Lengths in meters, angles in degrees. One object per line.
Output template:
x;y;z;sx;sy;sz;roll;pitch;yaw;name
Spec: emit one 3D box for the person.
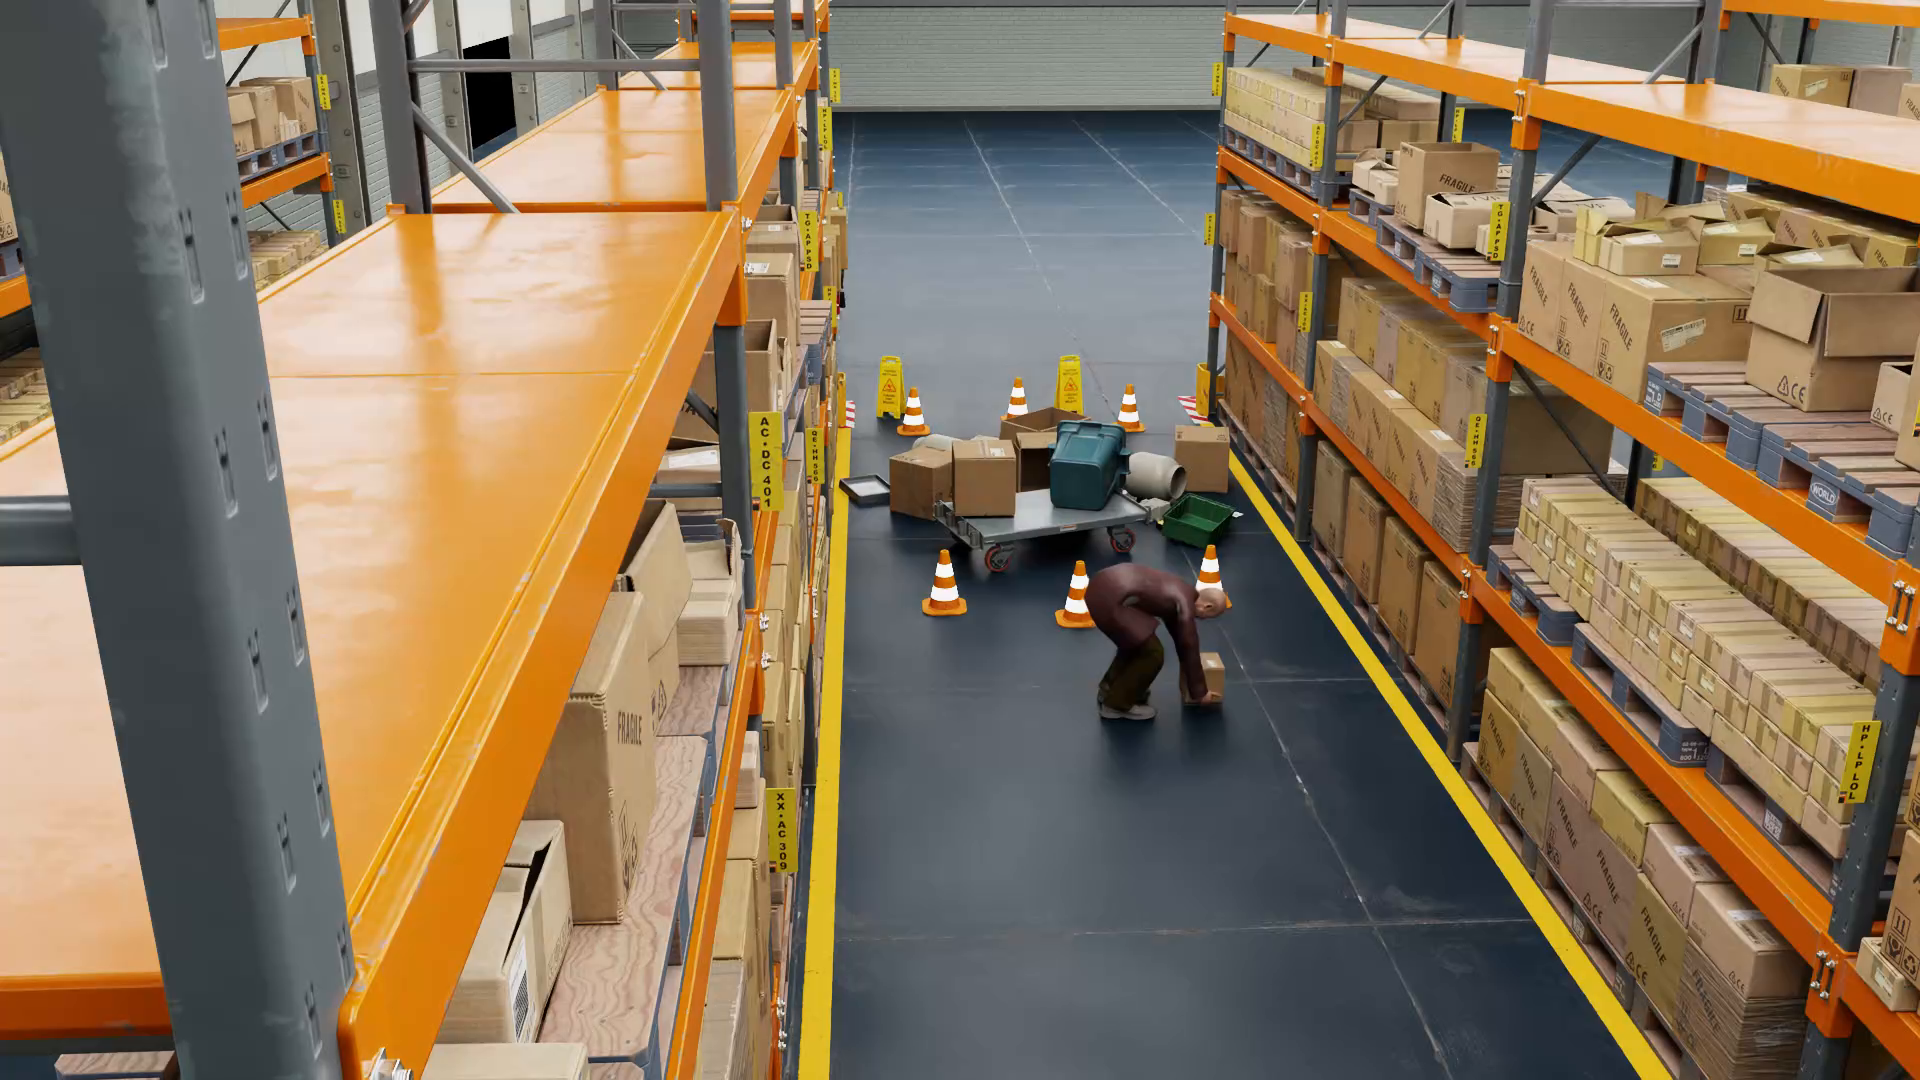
1.280;0.653;10.947;0.943;0.994;0.588;-2;20;-6;person
